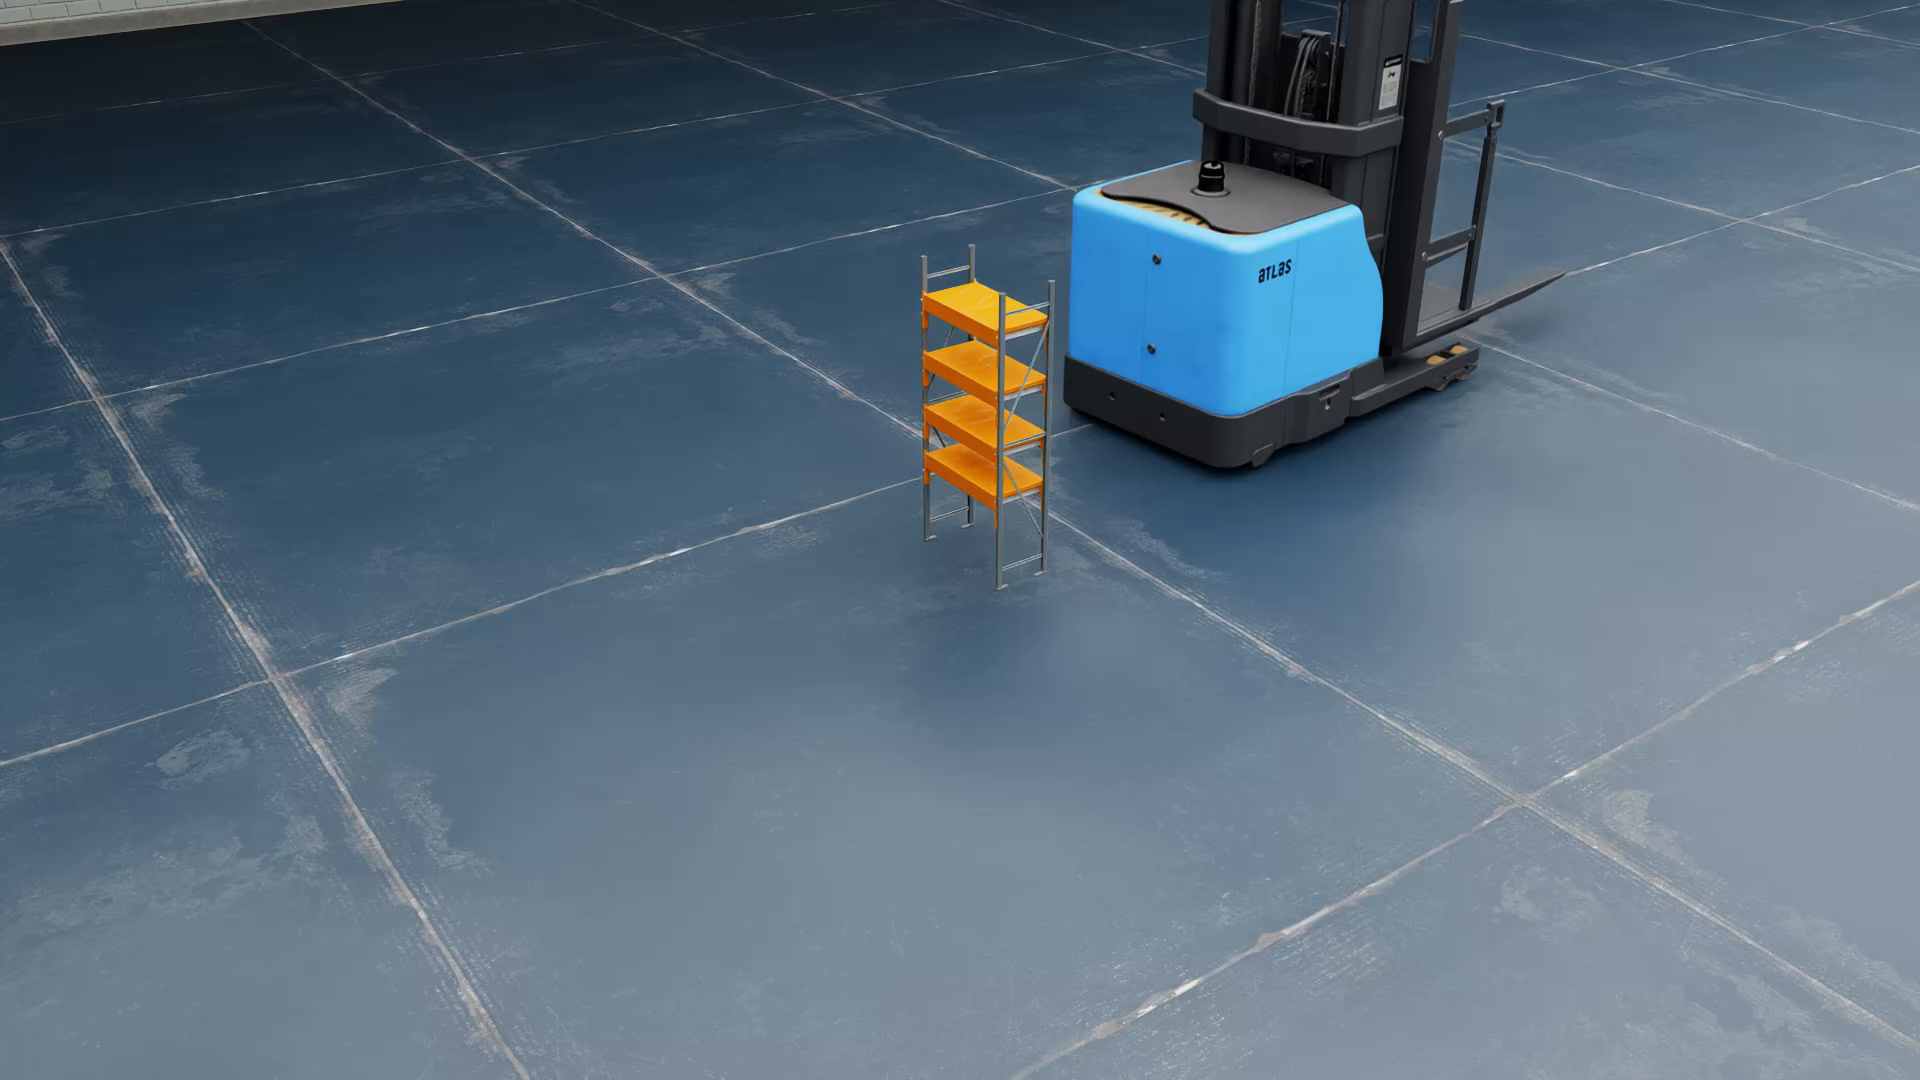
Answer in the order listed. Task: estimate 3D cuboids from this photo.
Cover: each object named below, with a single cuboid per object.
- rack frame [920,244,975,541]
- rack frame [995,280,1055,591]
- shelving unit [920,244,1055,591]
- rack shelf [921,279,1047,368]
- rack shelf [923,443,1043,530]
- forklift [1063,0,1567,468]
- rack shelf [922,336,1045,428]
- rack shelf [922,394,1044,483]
[{"bbox_3d":[-0.046,-0.558,6.520,0.240,1.200,0.015,-19,34,-31],"label":"rack frame"},{"bbox_3d":[0.238,-0.368,6.170,0.240,1.200,0.015,-19,34,-31],"label":"rack frame"},{"bbox_3d":[0.096,-0.463,6.345,0.258,1.200,0.503,-19,34,-31],"label":"shelving unit"},{"bbox_3d":[0.096,-0.808,6.158,0.258,0.148,0.480,-19,34,-31],"label":"rack shelf"},{"bbox_3d":[0.096,-0.229,6.472,0.258,0.148,0.480,-19,34,-31],"label":"rack shelf"},{"bbox_3d":[1.919,-2.181,7.695,3.031,2.935,1.130,-23,36,-36],"label":"forklift"},{"bbox_3d":[0.096,-0.600,6.271,0.258,0.148,0.480,-19,34,-31],"label":"rack shelf"},{"bbox_3d":[0.096,-0.404,6.377,0.258,0.148,0.480,-19,34,-31],"label":"rack shelf"}]
